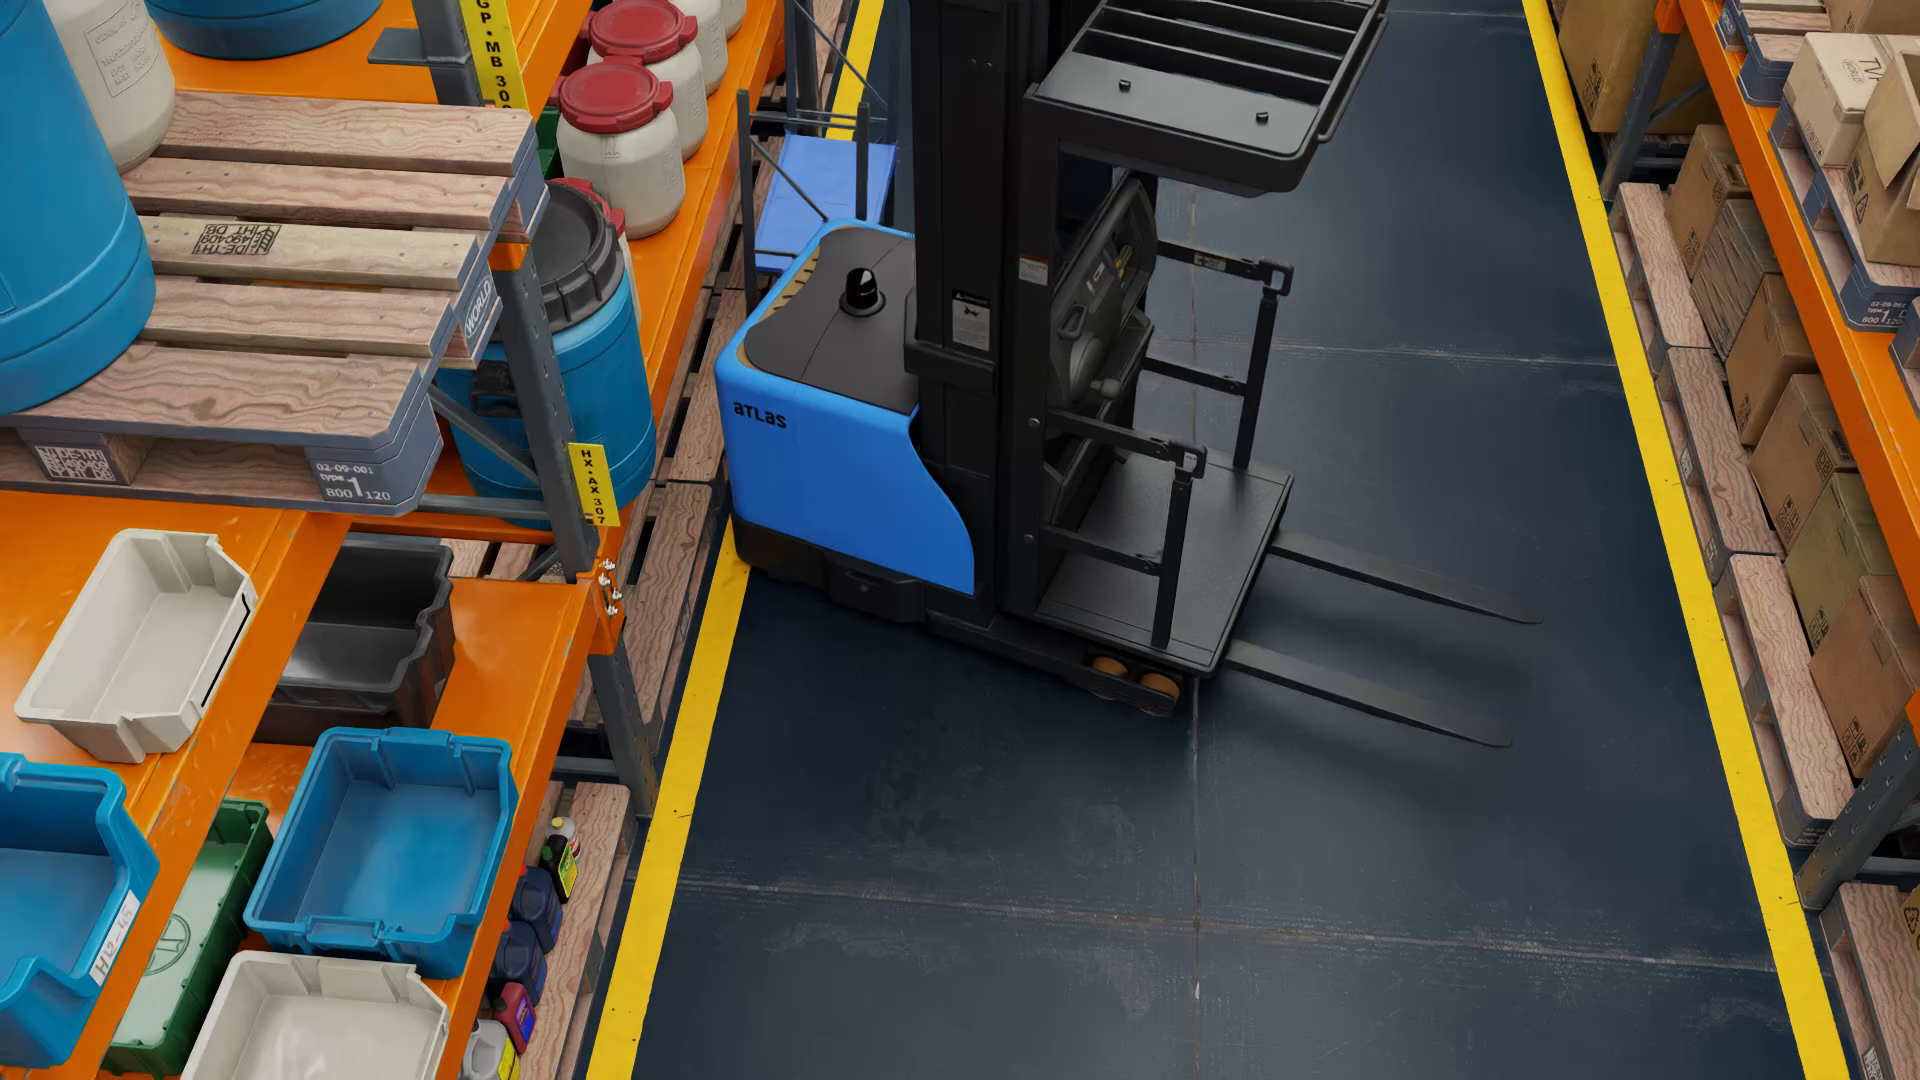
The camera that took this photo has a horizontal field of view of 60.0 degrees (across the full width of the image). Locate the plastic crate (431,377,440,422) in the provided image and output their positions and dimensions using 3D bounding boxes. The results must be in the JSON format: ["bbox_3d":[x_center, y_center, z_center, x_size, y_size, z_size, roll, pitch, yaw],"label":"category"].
[{"bbox_3d":[-1.839,-0.503,5.160,0.402,0.464,0.583,4,48,4],"label":"plastic crate"}]

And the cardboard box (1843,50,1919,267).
[{"bbox_3d":[3.420,-1.229,5.512,0.797,0.503,0.637,8,48,8],"label":"cardboard box"}]

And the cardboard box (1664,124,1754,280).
[{"bbox_3d":[3.677,-1.522,7.531,0.700,0.500,0.500,2,48,1],"label":"cardboard box"}]

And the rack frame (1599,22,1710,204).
[{"bbox_3d":[3.719,-2.711,7.223,1.000,3.000,0.127,4,48,4],"label":"rack frame"}]

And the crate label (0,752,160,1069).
[{"bbox_3d":[-1.443,0.519,2.336,0.502,0.251,0.408,4,48,4],"label":"crate label"}]

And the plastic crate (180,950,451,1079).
[{"bbox_3d":[-1.474,1.194,3.830,0.530,0.136,0.437,4,48,4],"label":"plastic crate"}]

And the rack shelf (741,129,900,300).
[{"bbox_3d":[-0.593,-1.410,7.272,0.538,0.185,1.000,7,48,1],"label":"rack shelf"}]

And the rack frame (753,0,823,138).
[{"bbox_3d":[-1.214,-3.044,7.528,1.000,3.000,0.127,4,48,4],"label":"rack frame"}]

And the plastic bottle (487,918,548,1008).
[{"bbox_3d":[-1.368,1.274,5.075,0.144,0.351,0.185,2,48,2],"label":"plastic bottle"}]

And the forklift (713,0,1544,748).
[{"bbox_3d":[0.667,-0.785,5.507,3.031,2.935,1.130,18,50,16],"label":"forklift"}]

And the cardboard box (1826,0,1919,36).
[{"bbox_3d":[3.758,-2.070,6.284,0.700,0.500,0.500,10,48,9],"label":"cardboard box"}]

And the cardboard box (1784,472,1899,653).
[{"bbox_3d":[3.494,0.124,6.025,0.700,0.500,0.500,4,48,3],"label":"cardboard box"}]

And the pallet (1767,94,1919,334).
[{"bbox_3d":[3.579,-1.189,5.961,1.003,0.211,1.213,4,48,4],"label":"pallet"}]

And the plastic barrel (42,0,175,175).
[{"bbox_3d":[-1.813,-0.994,3.259,0.421,0.512,0.421,0,48,0],"label":"plastic barrel"}]

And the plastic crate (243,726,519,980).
[{"bbox_3d":[-1.409,0.777,4.134,0.499,0.251,0.616,4,48,4],"label":"plastic crate"}]

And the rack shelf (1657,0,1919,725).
[{"bbox_3d":[3.536,-0.999,6.144,1.077,0.370,4.000,4,48,4],"label":"rack shelf"}]

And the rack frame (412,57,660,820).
[{"bbox_3d":[-1.578,-0.105,4.839,1.000,3.000,0.127,4,48,4],"label":"rack frame"}]

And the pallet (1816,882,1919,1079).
[{"bbox_3d":[3.328,1.665,5.110,1.003,0.211,1.213,4,48,4],"label":"pallet"}]

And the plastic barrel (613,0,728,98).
[{"bbox_3d":[-1.133,-2.002,6.499,0.421,0.512,0.421,0,48,0],"label":"plastic barrel"}]

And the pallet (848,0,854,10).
[{"bbox_3d":[-1.070,-3.579,9.907,1.003,0.211,1.213,4,48,4],"label":"pallet"}]

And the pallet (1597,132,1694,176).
[{"bbox_3d":[3.865,-2.344,8.777,1.003,0.211,1.213,4,48,4],"label":"pallet"}]

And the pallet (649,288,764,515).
[{"bbox_3d":[-1.437,-0.642,7.221,1.003,0.211,1.213,4,48,4],"label":"pallet"}]

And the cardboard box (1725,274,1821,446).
[{"bbox_3d":[3.595,-0.697,6.776,0.700,0.500,0.500,7,48,7],"label":"cardboard box"}]

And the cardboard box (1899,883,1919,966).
[{"bbox_3d":[3.278,1.221,5.036,0.500,0.500,0.500,3,48,2],"label":"cardboard box"}]

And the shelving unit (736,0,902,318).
[{"bbox_3d":[-0.583,-1.530,7.138,0.538,1.500,1.048,7,48,1],"label":"shelving unit"}]

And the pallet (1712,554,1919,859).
[{"bbox_3d":[3.423,0.597,6.087,1.003,0.211,1.213,4,48,4],"label":"pallet"}]

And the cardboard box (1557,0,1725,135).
[{"bbox_3d":[3.802,-2.642,8.314,1.225,0.875,0.875,2,48,2],"label":"cardboard box"}]

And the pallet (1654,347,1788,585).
[{"bbox_3d":[3.532,-0.302,6.909,1.003,0.211,1.213,4,48,4],"label":"pallet"}]

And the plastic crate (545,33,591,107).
[{"bbox_3d":[-1.666,-1.899,6.437,0.402,0.464,0.583,4,48,4],"label":"plastic crate"}]

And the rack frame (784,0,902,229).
[{"bbox_3d":[-0.531,-1.903,7.480,0.500,1.500,0.032,7,48,1],"label":"rack frame"}]

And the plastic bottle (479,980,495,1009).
[{"bbox_3d":[-1.517,1.308,5.095,0.152,0.276,0.135,4,48,4],"label":"plastic bottle"}]

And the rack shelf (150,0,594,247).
[{"bbox_3d":[-1.396,-2.344,5.342,1.077,0.370,4.000,4,48,4],"label":"rack shelf"}]

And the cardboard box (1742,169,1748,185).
[{"bbox_3d":[3.687,-1.775,7.254,0.500,0.250,0.500,6,48,5],"label":"cardboard box"}]

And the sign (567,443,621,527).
[{"bbox_3d":[-1.032,-0.153,4.696,0.100,0.325,0.005,4,48,4],"label":"sign"}]

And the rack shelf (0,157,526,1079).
[{"bbox_3d":[-1.761,0.595,2.654,1.077,0.370,4.000,4,48,4],"label":"rack shelf"}]

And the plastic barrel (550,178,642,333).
[{"bbox_3d":[-1.273,-0.839,5.419,0.433,0.535,0.433,0,48,0],"label":"plastic barrel"}]

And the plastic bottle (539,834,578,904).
[{"bbox_3d":[-1.294,1.039,5.336,0.061,0.283,0.133,6,48,5],"label":"plastic bottle"}]

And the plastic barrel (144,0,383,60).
[{"bbox_3d":[-1.748,-1.675,3.902,0.600,0.901,0.708,4,48,4],"label":"plastic barrel"}]

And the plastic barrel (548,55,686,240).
[{"bbox_3d":[-1.206,-1.378,5.912,0.433,0.535,0.433,0,48,0],"label":"plastic barrel"}]

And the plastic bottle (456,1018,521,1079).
[{"bbox_3d":[-1.397,1.512,4.858,0.144,0.351,0.185,4,48,3],"label":"plastic bottle"}]
